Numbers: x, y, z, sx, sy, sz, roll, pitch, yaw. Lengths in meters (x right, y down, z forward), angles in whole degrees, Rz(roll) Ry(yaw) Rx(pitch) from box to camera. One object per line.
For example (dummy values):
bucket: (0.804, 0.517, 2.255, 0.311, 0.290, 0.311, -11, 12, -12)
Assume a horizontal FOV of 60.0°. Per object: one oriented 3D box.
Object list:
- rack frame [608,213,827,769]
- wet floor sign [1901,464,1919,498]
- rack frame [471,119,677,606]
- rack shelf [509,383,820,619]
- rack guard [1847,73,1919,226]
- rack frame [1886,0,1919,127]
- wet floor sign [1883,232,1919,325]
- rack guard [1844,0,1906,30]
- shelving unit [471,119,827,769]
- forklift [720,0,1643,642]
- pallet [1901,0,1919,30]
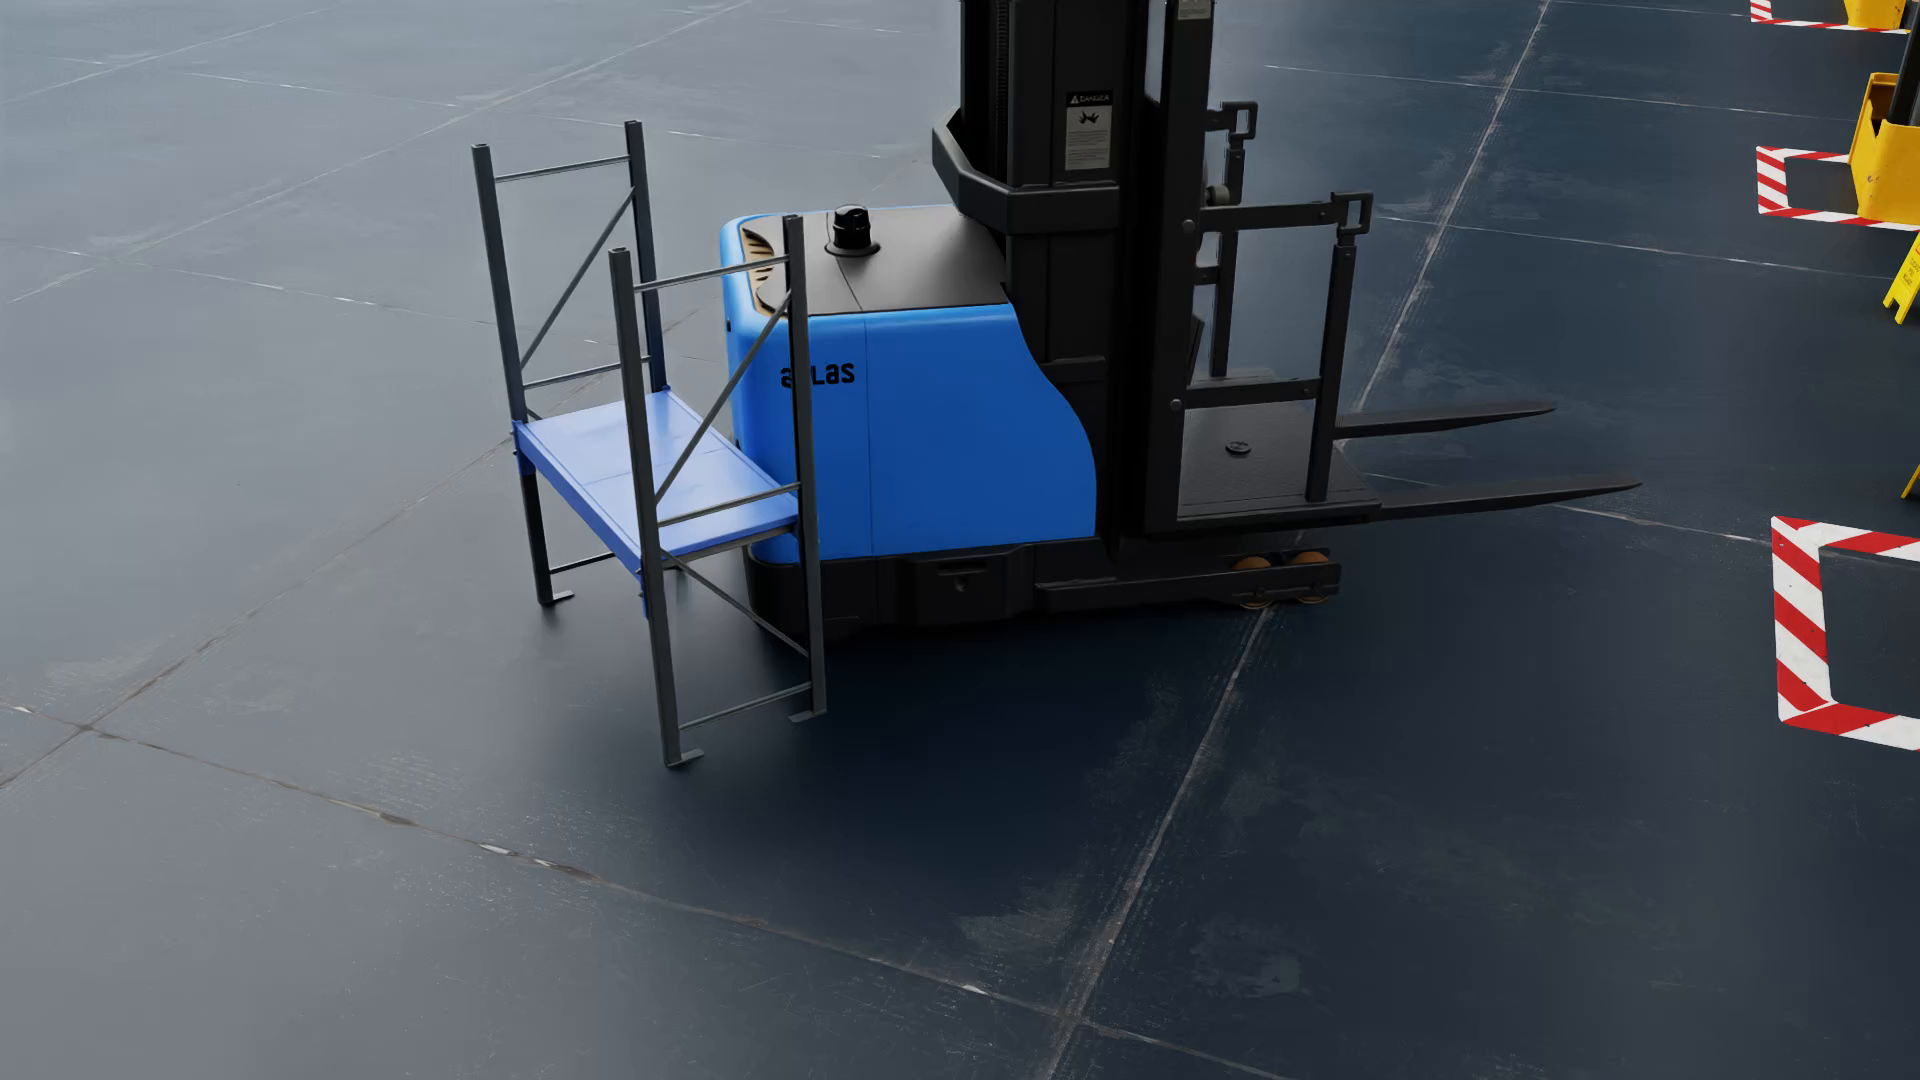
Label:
rack frame: (-0.609, -0.089, 4.384, 0.500, 1.500, 0.032, -17, 34, -28)
wet floor sign: (3.581, -0.444, 5.880, 0.232, 0.644, 0.267, 24, 37, 36)
rack frame: (-1.151, -0.512, 5.132, 0.500, 1.500, 0.032, -17, 34, -28)
rack shelf: (-0.880, -0.144, 4.846, 0.538, 0.185, 1.000, -17, 34, -28)
rack guard: (5.100, -2.138, 9.024, 0.348, 0.500, 1.175, 11, 31, 19)
rack frame: (5.122, -3.222, 8.401, 0.127, 3.000, 1.000, 11, 31, 19)
wet floor sign: (4.351, -1.299, 7.393, 0.232, 0.644, 0.267, 6, 30, 11)
rack guard: (7.151, -4.362, 12.959, 0.348, 0.500, 1.175, 11, 31, 19)
shelving unit: (-0.880, -0.301, 4.758, 0.538, 1.500, 1.048, -17, 34, -28)
forklift: (0.770, -1.303, 5.077, 3.031, 2.935, 1.130, -5, 30, -9)
pallet: (7.891, -4.070, 12.736, 1.213, 0.211, 1.003, 11, 31, 19)
